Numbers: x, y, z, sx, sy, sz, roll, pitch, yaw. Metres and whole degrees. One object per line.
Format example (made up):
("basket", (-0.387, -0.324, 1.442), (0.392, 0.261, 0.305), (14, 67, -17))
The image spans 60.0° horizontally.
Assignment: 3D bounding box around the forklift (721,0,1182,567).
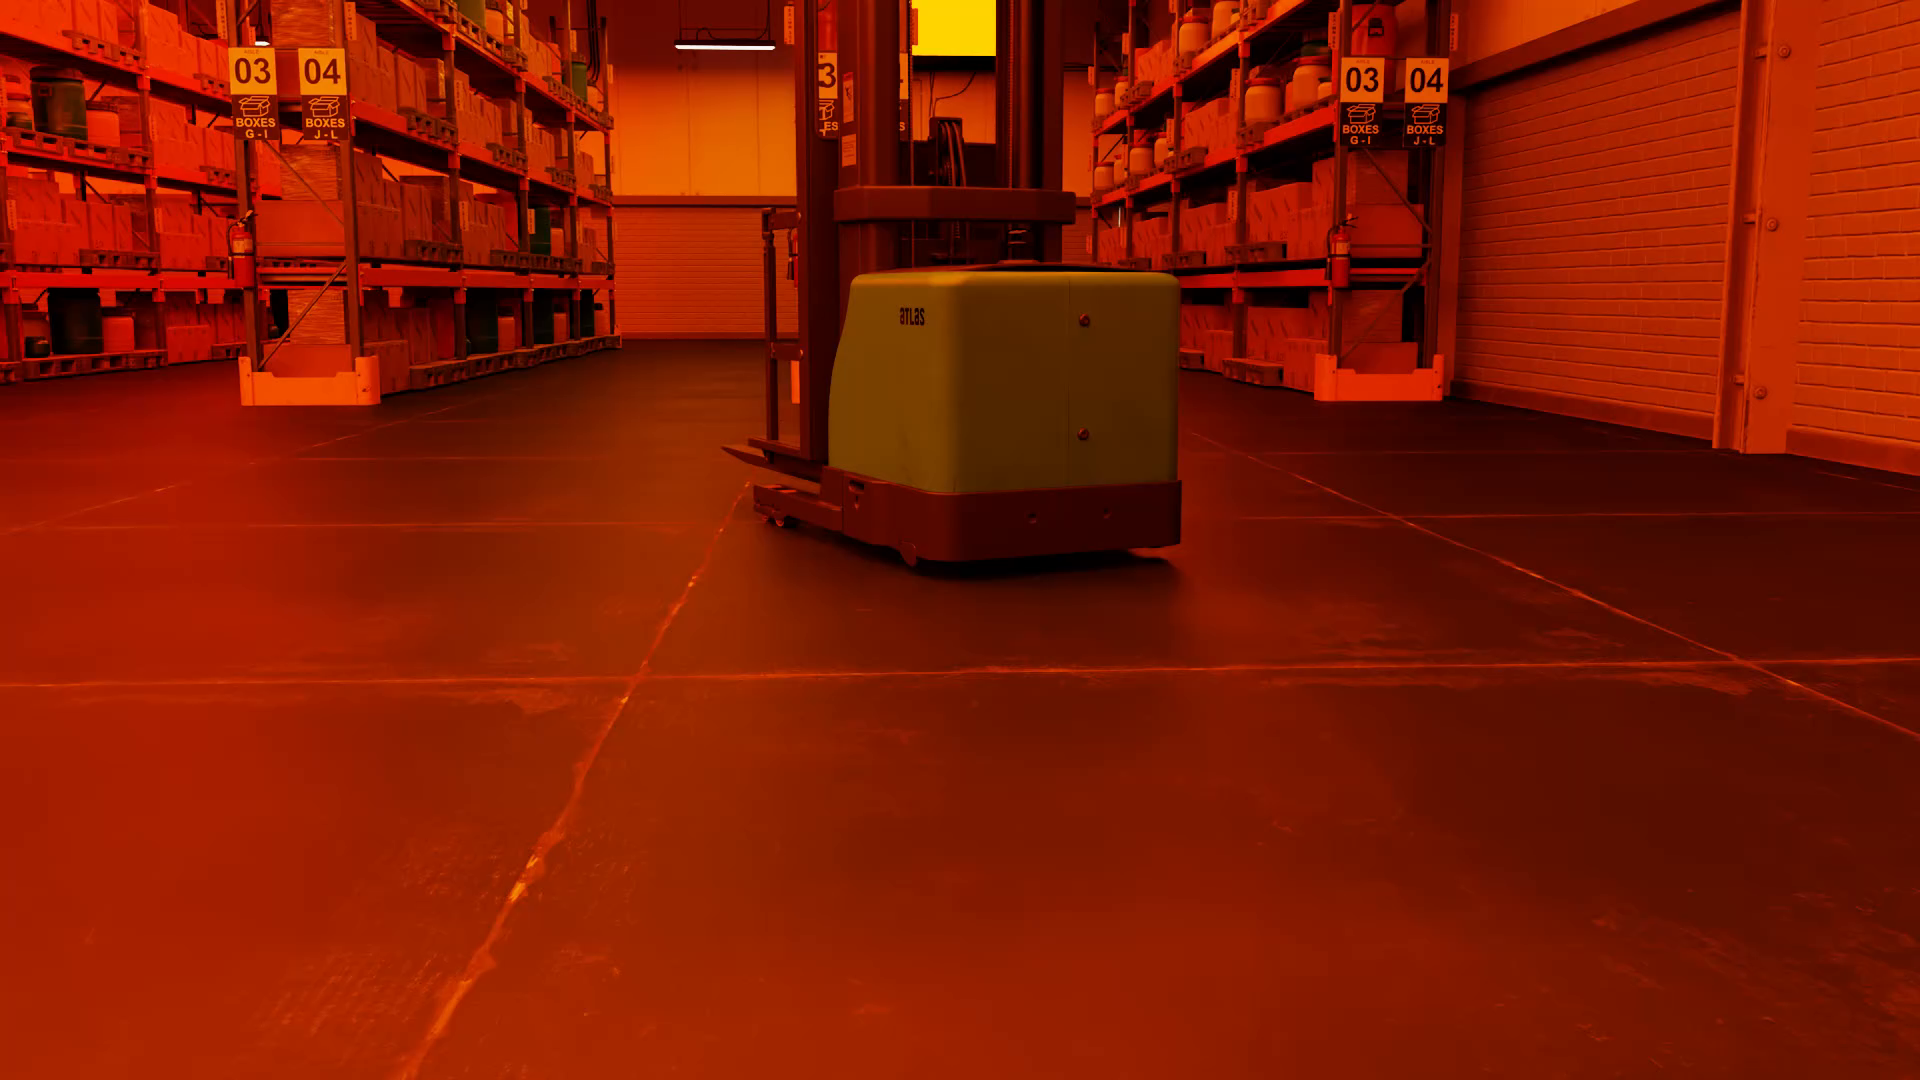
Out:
("forklift", (-0.264, -1.530, 7.137), (1.130, 2.935, 3.031), (-4, 9, -25))
